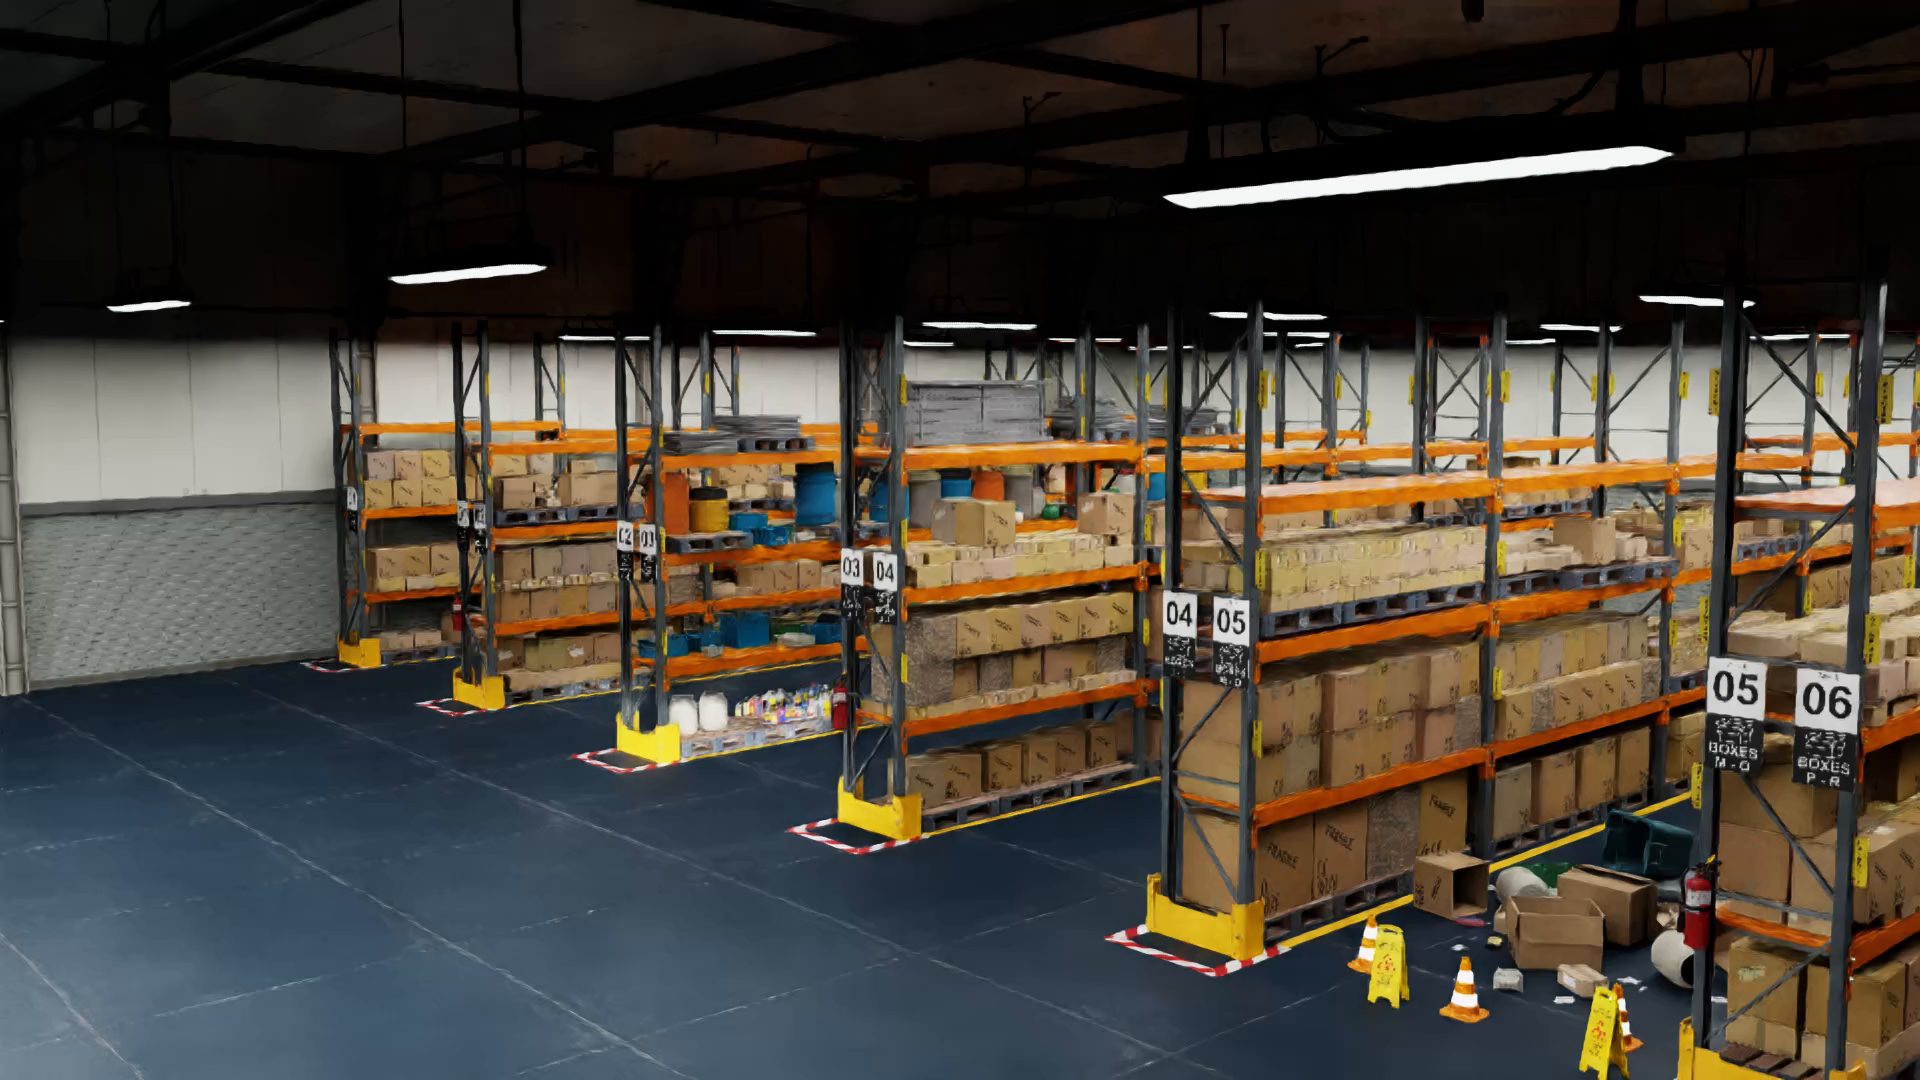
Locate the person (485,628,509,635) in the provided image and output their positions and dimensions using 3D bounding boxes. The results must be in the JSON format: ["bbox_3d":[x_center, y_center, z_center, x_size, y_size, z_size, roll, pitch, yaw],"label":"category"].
[{"bbox_3d":[-8.159,1.393,29.509,0.546,1.734,0.729,-5,8,-43],"label":"person"}]
